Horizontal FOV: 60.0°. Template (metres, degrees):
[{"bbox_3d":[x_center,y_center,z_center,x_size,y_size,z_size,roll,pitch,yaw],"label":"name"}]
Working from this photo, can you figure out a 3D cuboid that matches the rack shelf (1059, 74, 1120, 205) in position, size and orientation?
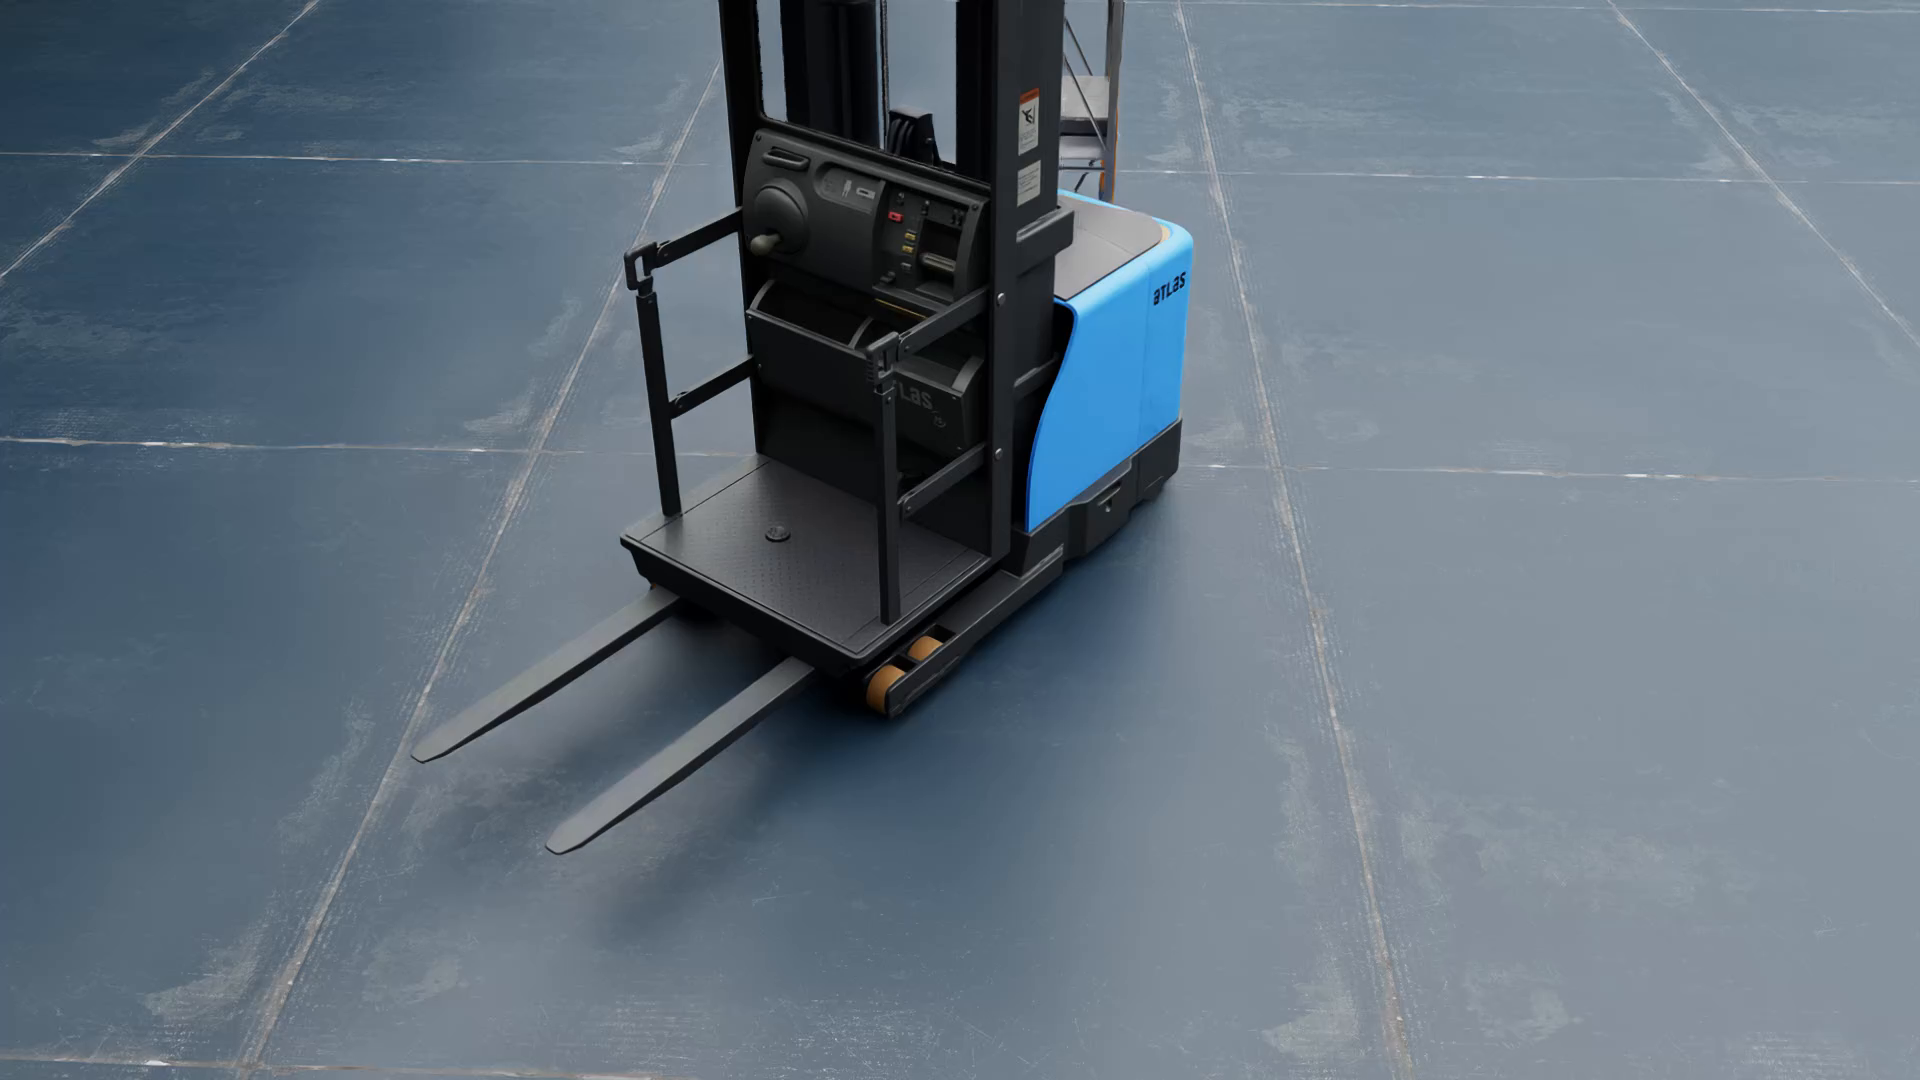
[{"bbox_3d":[0.410,-1.568,6.678,0.431,0.518,0.480,2,35,2],"label":"rack shelf"}]

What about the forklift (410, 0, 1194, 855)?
[{"bbox_3d":[-0.446,-0.945,5.046,1.130,2.935,3.031,24,42,30],"label":"forklift"}]

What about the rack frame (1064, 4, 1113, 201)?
[{"bbox_3d":[0.422,-1.719,6.870,0.400,2.100,0.015,2,35,2],"label":"rack frame"}]

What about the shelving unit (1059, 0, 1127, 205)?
[{"bbox_3d":[0.410,-1.579,6.671,0.431,2.100,0.503,2,35,2],"label":"shelving unit"}]

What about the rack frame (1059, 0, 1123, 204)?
[{"bbox_3d":[0.398,-1.439,6.471,0.400,2.100,0.015,2,35,2],"label":"rack frame"}]

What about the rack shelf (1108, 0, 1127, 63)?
[{"bbox_3d":[0.410,-2.141,6.276,0.431,0.518,0.480,2,35,2],"label":"rack shelf"}]
